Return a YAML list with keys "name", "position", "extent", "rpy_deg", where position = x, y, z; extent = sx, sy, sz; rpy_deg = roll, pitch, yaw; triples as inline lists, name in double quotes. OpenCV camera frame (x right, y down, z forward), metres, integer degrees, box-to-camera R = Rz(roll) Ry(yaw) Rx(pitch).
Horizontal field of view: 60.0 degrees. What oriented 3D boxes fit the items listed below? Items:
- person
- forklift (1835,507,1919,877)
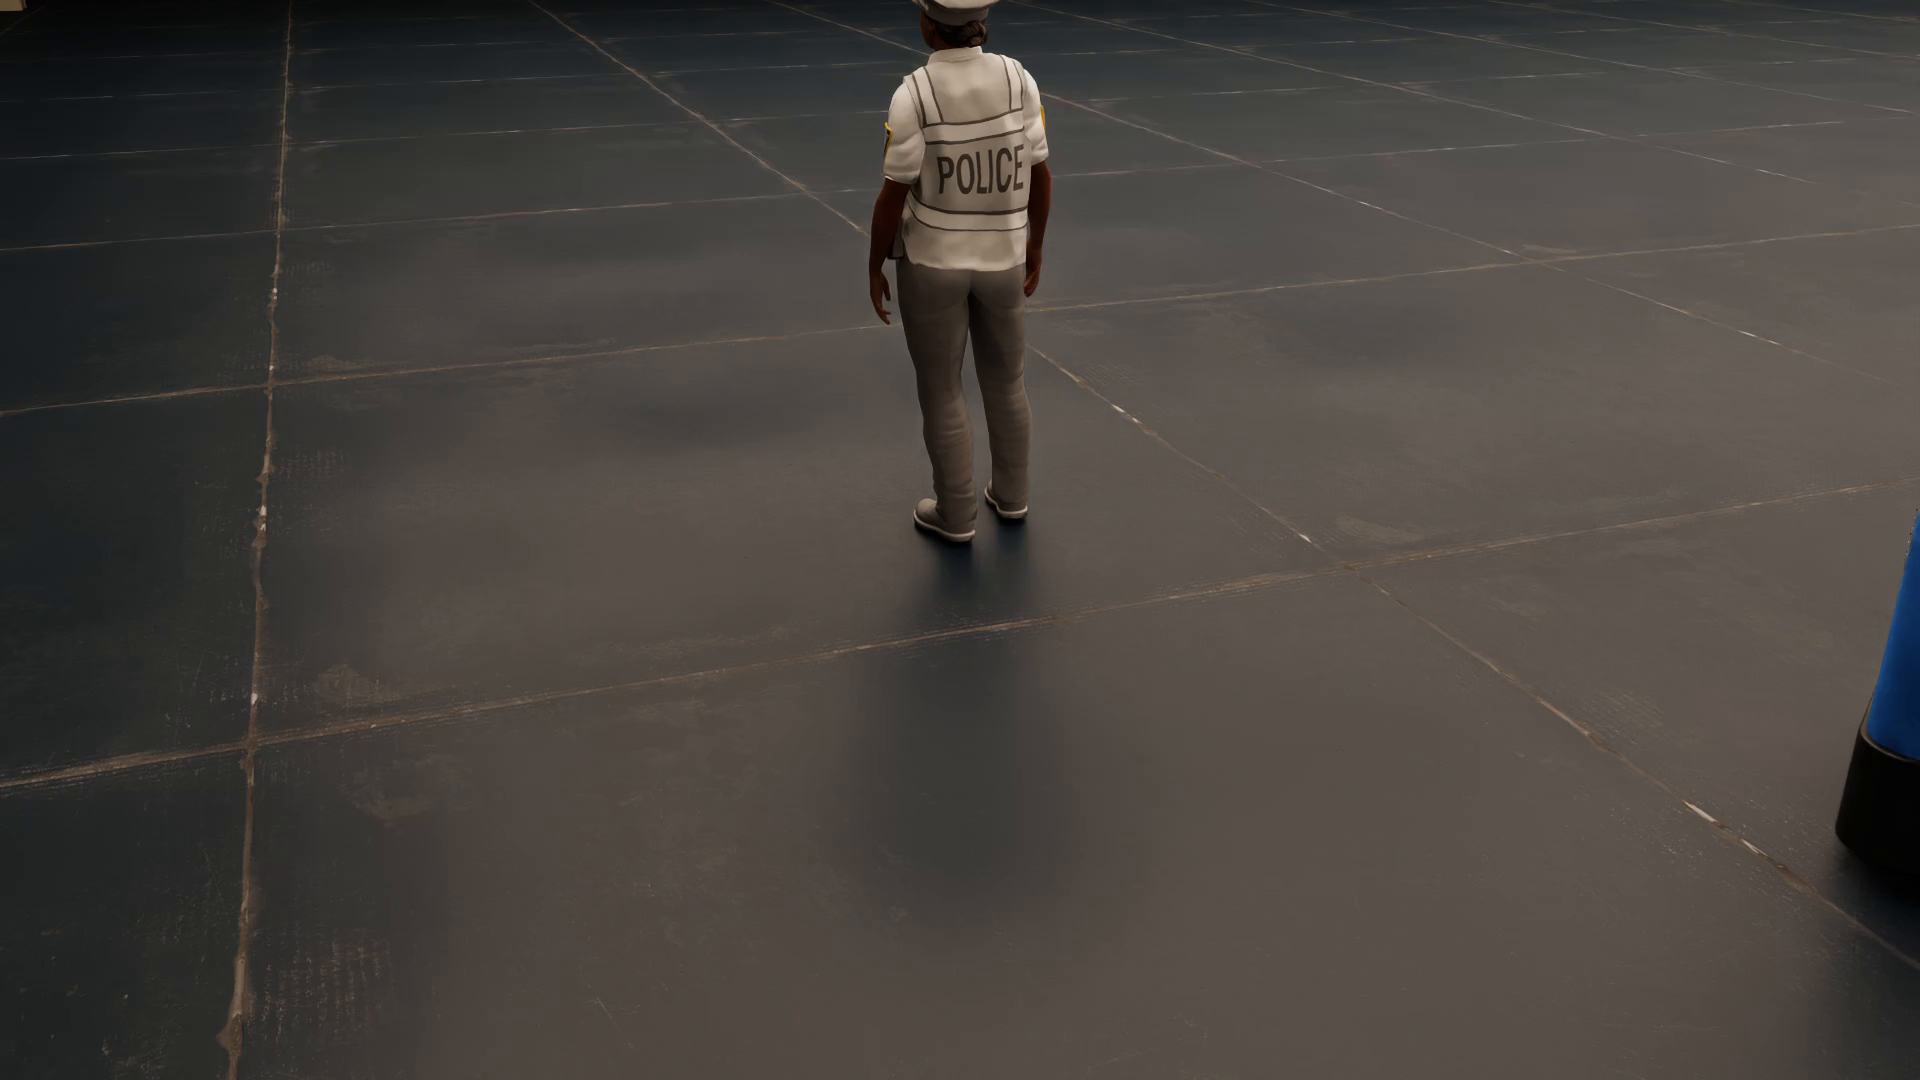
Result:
- name: "person"
  position: [-0.007, -0.817, 4.819]
  extent: [0.569, 1.694, 0.530]
  rpy_deg: [-8, 24, -18]
- name: "forklift"
  position: [3.309, -0.481, 2.443]
  extent: [3.031, 2.935, 1.130]
  rpy_deg: [15, 27, 32]
